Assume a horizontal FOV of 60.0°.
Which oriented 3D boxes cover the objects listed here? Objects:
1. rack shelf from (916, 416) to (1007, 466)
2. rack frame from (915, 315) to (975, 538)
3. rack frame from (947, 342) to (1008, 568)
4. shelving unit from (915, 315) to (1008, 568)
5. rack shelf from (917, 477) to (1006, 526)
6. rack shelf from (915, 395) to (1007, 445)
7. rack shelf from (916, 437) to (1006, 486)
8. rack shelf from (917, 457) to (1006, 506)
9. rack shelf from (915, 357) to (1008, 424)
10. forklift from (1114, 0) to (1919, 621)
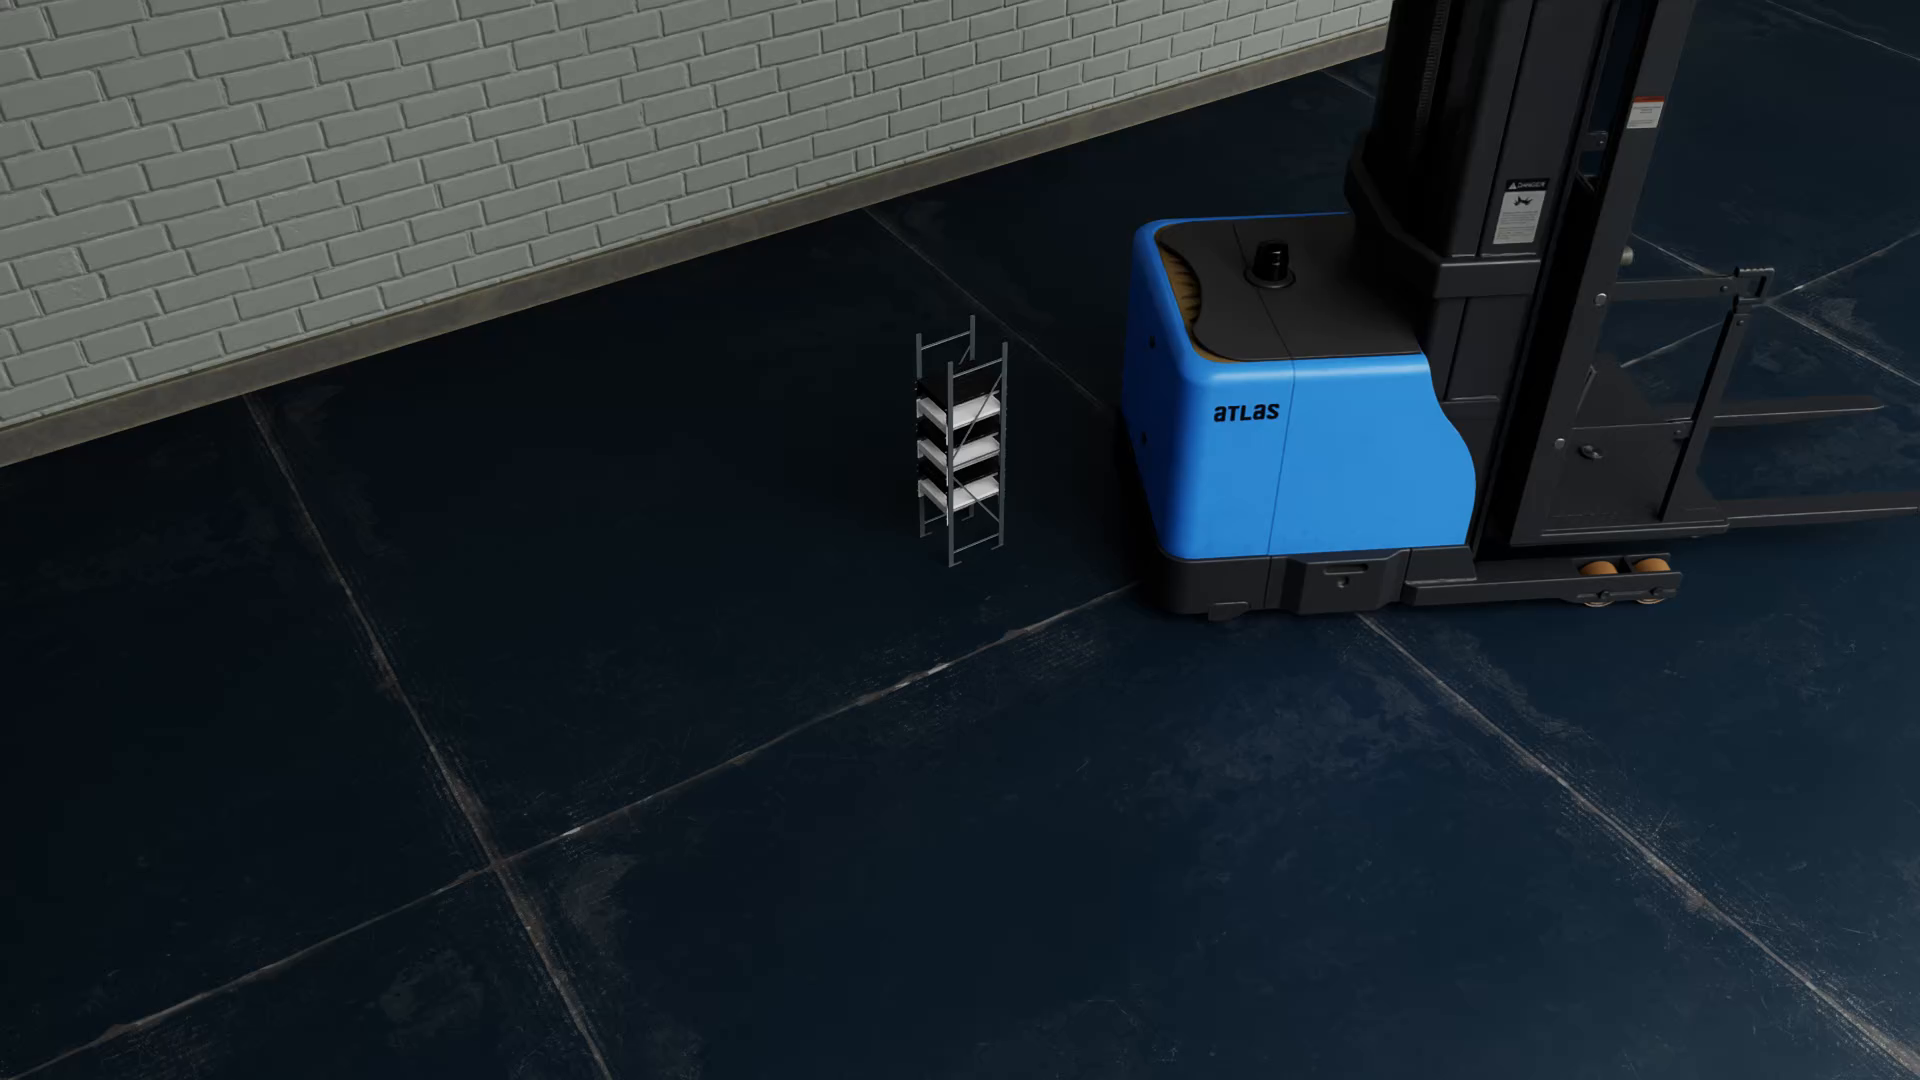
[{"bbox_3d":[0.004,-0.385,5.920,0.258,0.077,0.200,-22,45,-24],"label":"rack shelf"},{"bbox_3d":[-0.050,-0.396,6.023,0.240,0.900,0.006,-22,45,-24],"label":"rack frame"},{"bbox_3d":[0.059,-0.286,5.891,0.240,0.900,0.006,-22,45,-24],"label":"rack frame"},{"bbox_3d":[0.004,-0.341,5.957,0.258,0.900,0.210,-22,45,-24],"label":"shelving unit"},{"bbox_3d":[0.004,-0.177,6.093,0.258,0.077,0.200,-22,45,-24],"label":"rack shelf"},{"bbox_3d":[0.004,-0.454,5.863,0.258,0.077,0.200,-22,45,-24],"label":"rack shelf"},{"bbox_3d":[0.004,-0.316,5.978,0.258,0.077,0.200,-22,45,-24],"label":"rack shelf"},{"bbox_3d":[0.004,-0.247,6.036,0.258,0.077,0.200,-22,45,-24],"label":"rack shelf"},{"bbox_3d":[0.004,-0.523,5.805,0.258,0.077,0.200,-22,45,-24],"label":"rack shelf"},{"bbox_3d":[2.150,-1.222,5.427,3.031,2.935,1.130,-3,40,-4],"label":"forklift"}]
